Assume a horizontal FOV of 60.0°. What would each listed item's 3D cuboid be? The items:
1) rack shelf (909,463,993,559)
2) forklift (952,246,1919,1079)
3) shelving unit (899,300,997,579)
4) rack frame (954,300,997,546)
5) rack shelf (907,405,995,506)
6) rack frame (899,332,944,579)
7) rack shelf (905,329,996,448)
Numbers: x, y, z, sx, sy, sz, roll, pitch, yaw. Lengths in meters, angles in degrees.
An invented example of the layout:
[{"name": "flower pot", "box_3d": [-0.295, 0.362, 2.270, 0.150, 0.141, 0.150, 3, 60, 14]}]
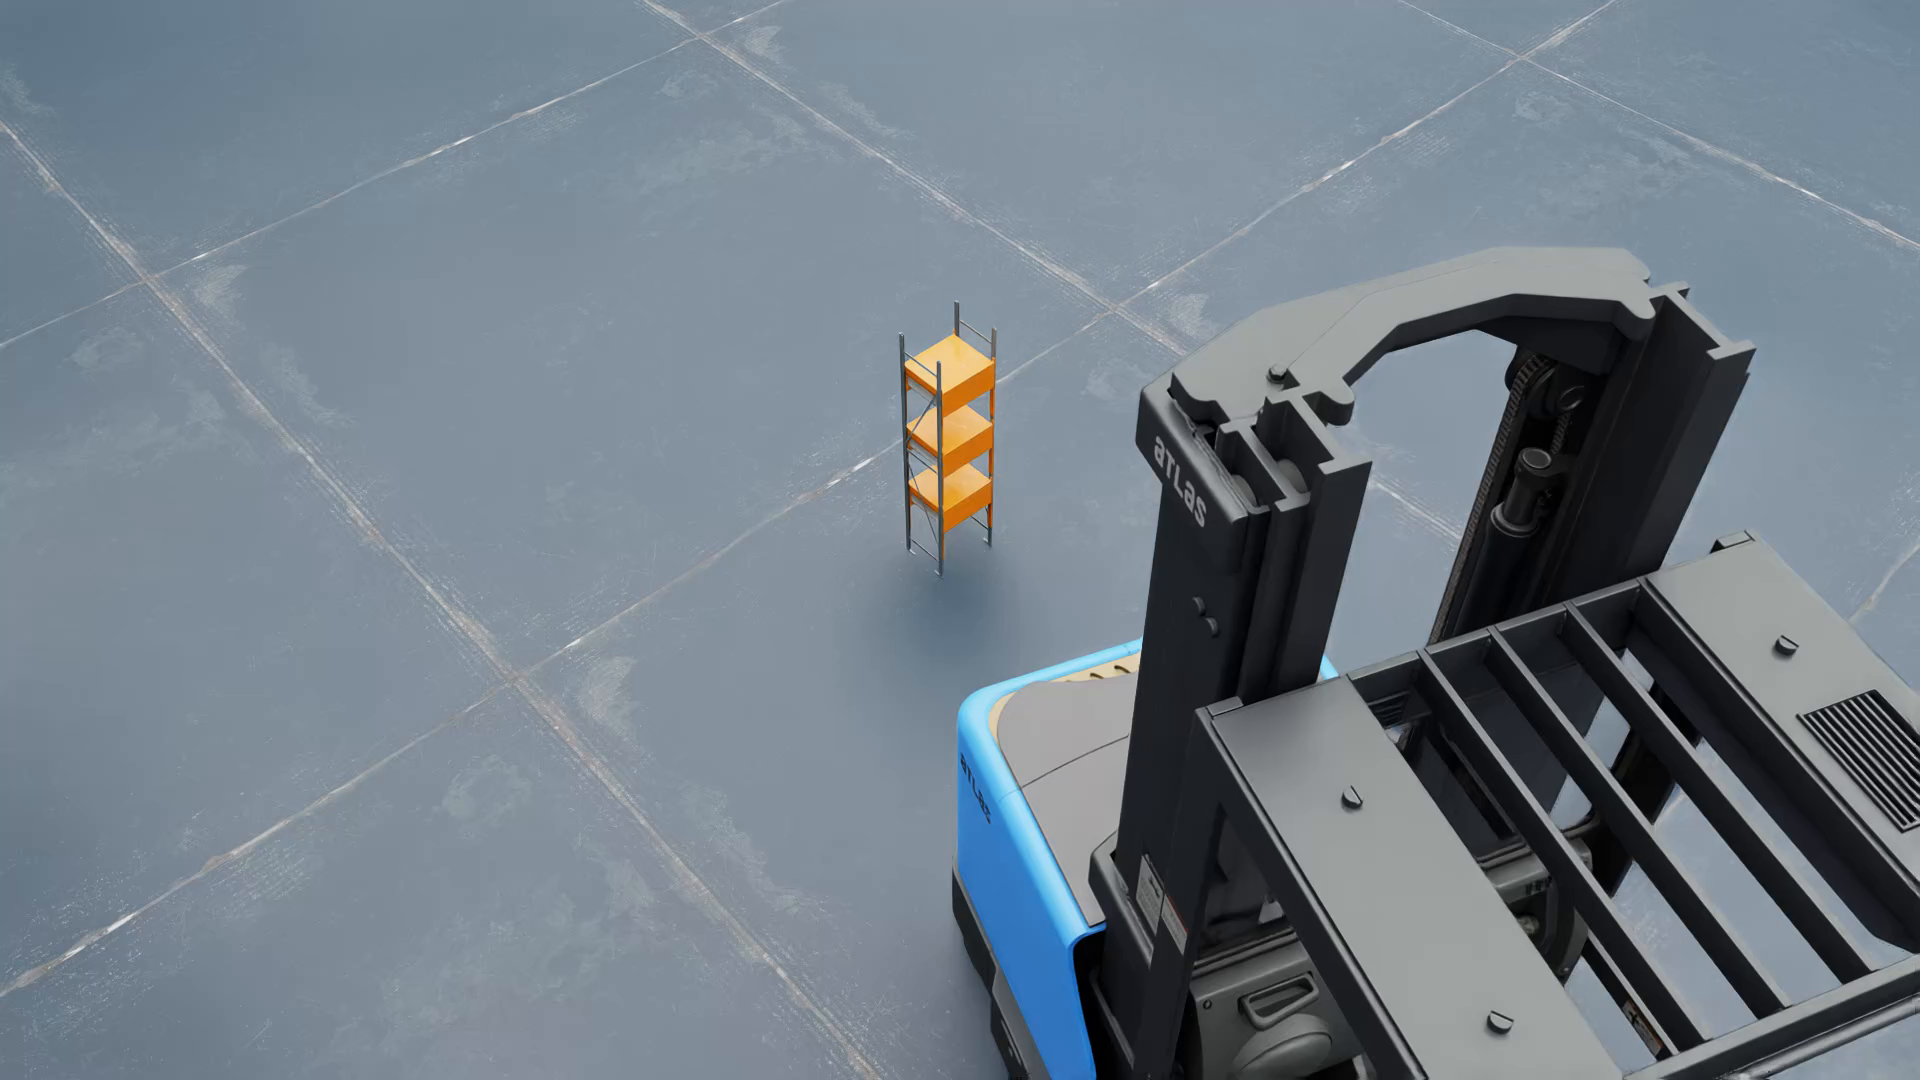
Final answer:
[{"name": "rack shelf", "box_3d": [-0.040, -0.134, 6.052, 0.240, 0.259, 0.215, -34, 56, -27]}, {"name": "forklift", "box_3d": [0.985, 1.028, 3.307, 1.130, 2.935, 3.031, -16, 49, -14]}, {"name": "shelving unit", "box_3d": [-0.040, -0.330, 5.840, 0.252, 1.050, 0.215, -34, 56, -27]}, {"name": "rack frame", "box_3d": [0.051, -0.390, 5.895, 0.008, 1.050, 0.200, -34, 56, -27]}, {"name": "rack shelf", "box_3d": [-0.040, -0.322, 5.848, 0.240, 0.259, 0.215, -34, 56, -27]}, {"name": "rack frame", "box_3d": [-0.130, -0.269, 5.784, 0.008, 1.050, 0.200, -34, 56, -27]}, {"name": "rack shelf", "box_3d": [-0.040, -0.515, 5.639, 0.240, 0.259, 0.215, -34, 56, -27]}]
